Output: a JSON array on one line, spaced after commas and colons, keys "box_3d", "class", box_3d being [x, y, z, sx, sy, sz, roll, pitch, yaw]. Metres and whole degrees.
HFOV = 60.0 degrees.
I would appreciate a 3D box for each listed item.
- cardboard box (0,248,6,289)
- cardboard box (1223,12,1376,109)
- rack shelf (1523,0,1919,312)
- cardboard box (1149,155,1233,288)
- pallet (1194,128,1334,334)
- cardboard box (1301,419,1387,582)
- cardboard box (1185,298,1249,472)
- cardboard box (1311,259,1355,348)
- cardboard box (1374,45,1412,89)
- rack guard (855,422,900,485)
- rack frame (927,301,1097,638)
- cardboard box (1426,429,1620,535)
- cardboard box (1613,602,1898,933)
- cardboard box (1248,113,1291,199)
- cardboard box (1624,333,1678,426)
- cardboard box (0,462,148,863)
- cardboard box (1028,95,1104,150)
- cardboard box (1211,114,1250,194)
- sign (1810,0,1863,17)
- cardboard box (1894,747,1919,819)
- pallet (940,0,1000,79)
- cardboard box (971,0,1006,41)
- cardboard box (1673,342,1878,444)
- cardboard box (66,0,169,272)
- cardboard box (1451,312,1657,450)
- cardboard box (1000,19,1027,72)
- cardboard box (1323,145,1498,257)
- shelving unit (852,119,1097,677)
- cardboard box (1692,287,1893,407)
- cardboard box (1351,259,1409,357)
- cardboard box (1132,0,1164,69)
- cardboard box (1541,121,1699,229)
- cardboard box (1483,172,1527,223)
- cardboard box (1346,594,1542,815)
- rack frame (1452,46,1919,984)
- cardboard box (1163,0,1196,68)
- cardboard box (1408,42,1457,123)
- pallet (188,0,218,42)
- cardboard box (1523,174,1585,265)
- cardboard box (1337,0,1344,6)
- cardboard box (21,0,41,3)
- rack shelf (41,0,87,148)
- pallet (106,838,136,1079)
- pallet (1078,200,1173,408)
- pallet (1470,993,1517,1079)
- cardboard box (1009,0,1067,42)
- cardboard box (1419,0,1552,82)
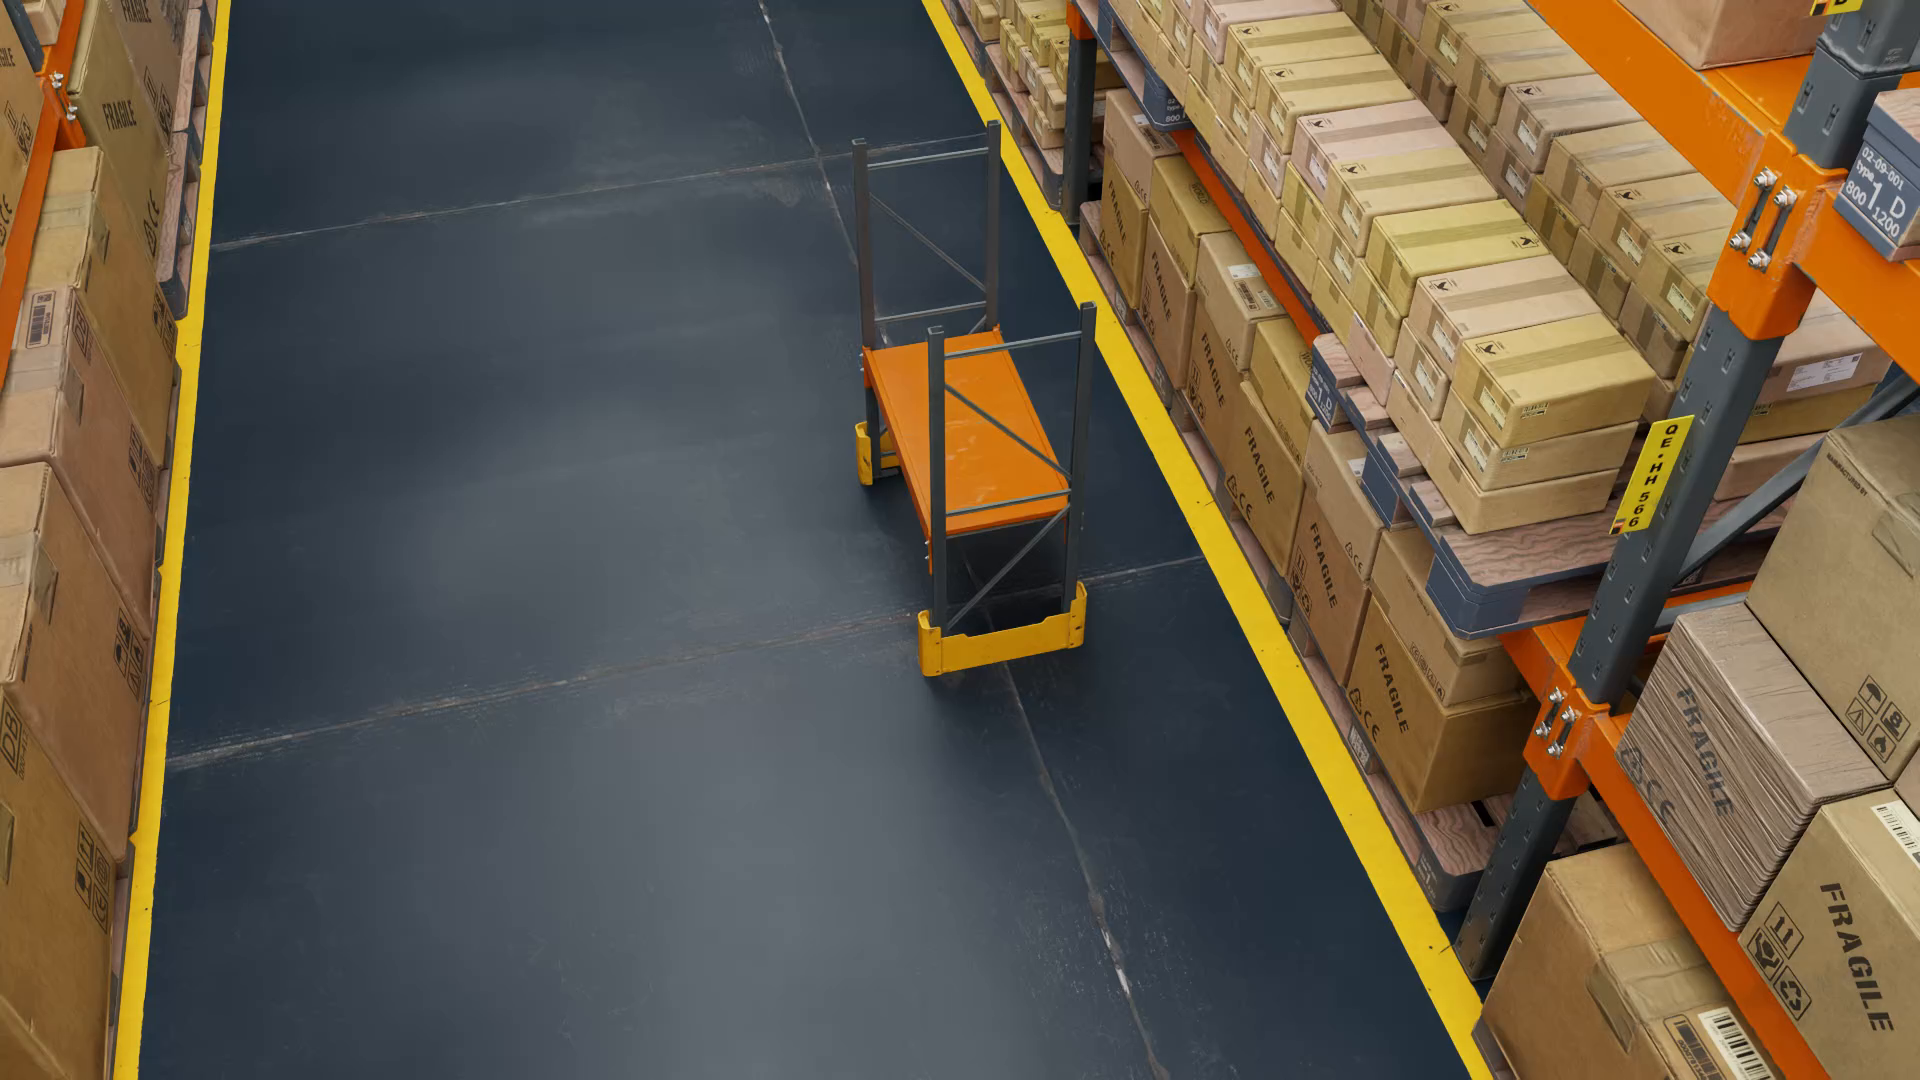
[{"box_3d": [-3.211, -0.846, 4.909, 0.500, 0.500, 0.500, -11, 47, -11], "class": "cardboard box"}, {"box_3d": [1.026, -1.457, 5.043, 0.380, 0.149, 0.250, -9, 46, -9], "class": "cardboard box"}, {"box_3d": [1.477, -2.041, 4.554, 1.077, 0.370, 4.000, -11, 47, -10], "class": "rack shelf"}, {"box_3d": [1.038, -1.233, 6.289, 0.500, 0.250, 0.500, -10, 46, -9], "class": "cardboard box"}, {"box_3d": [1.443, -1.154, 5.415, 1.003, 0.211, 1.213, -11, 47, -10], "class": "pallet"}, {"box_3d": [1.421, -0.168, 5.245, 0.500, 0.250, 0.500, -10, 46, -10], "class": "cardboard box"}, {"box_3d": [1.182, -0.613, 6.207, 0.500, 0.500, 0.500, -10, 46, -10], "class": "cardboard box"}, {"box_3d": [1.230, -0.700, 4.717, 0.380, 0.149, 0.250, -11, 47, -11], "class": "cardboard box"}, {"box_3d": [1.595, -1.546, 5.547, 0.380, 0.149, 0.250, -9, 46, -9], "class": "cardboard box"}, {"box_3d": [-0.108, -0.379, 6.446, 0.587, 0.250, 0.087, -11, 47, -10], "class": "rack guard"}, {"box_3d": [0.152, -0.115, 5.313, 0.500, 1.500, 0.032, -11, 47, -10], "class": "rack frame"}, {"box_3d": [1.418, -0.178, 4.206, 0.380, 0.149, 0.250, -10, 46, -10], "class": "cardboard box"}, {"box_3d": [1.843, 0.462, 3.627, 0.500, 0.500, 0.500, -10, 46, -10], "class": "cardboard box"}, {"box_3d": [1.090, -1.173, 4.973, 0.380, 0.149, 0.250, -10, 46, -9], "class": "cardboard box"}, {"box_3d": [2.001, -0.452, 4.475, 0.380, 0.149, 0.250, -9, 46, -8], "class": "cardboard box"}, {"box_3d": [-3.209, 0.474, 4.878, 1.225, 0.875, 0.875, -11, 47, -10], "class": "cardboard box"}, {"box_3d": [0.535, -1.981, 7.794, 0.380, 0.149, 0.250, -10, 46, -10], "class": "cardboard box"}, {"box_3d": [1.022, -1.252, 5.258, 0.380, 0.149, 0.250, -13, 47, -12], "class": "cardboard box"}, {"box_3d": [1.464, -0.995, 2.663, 0.100, 0.325, 0.005, -11, 47, -10], "class": "sign"}, {"box_3d": [2.225, 0.414, 2.974, 0.700, 0.500, 0.500, -11, 47, -11], "class": "cardboard box"}, {"box_3d": [0.443, -2.949, 8.992, 1.003, 0.211, 1.213, -11, 47, -10], "class": "pallet"}, {"box_3d": [0.270, -2.696, 8.494, 0.380, 0.149, 0.250, -11, 47, -10], "class": "cardboard box"}, {"box_3d": [2.059, -0.396, 4.211, 0.380, 0.149, 0.250, -9, 46, -9], "class": "cardboard box"}, {"box_3d": [-3.947, -1.660, 6.971, 0.875, 0.875, 0.875, -11, 47, -10], "class": "cardboard box"}, {"box_3d": [1.420, -0.384, 3.992, 0.380, 0.149, 0.250, -12, 47, -12], "class": "cardboard box"}, {"box_3d": [0.410, -2.403, 7.998, 0.380, 0.149, 0.250, -12, 47, -12], "class": "cardboard box"}, {"box_3d": [1.219, -0.922, 4.519, 0.380, 0.149, 0.250, -9, 46, -9], "class": "cardboard box"}, {"box_3d": [0.020, -0.472, 5.663, 0.587, 1.500, 1.083, -11, 47, -10], "class": "shelving unit"}, {"box_3d": [2.057, -0.487, 4.092, 0.380, 0.149, 0.250, -11, 47, -10], "class": "cardboard box"}, {"box_3d": [1.283, -0.648, 4.459, 0.380, 0.149, 0.250, -10, 46, -9], "class": "cardboard box"}, {"box_3d": [0.821, -1.790, 5.786, 0.380, 0.149, 0.250, -10, 46, -10], "class": "cardboard box"}, {"box_3d": [1.861, -1.022, 4.617, 0.380, 0.149, 0.250, -13, 47, -12], "class": "cardboard box"}, {"box_3d": [1.791, -1.008, 5.019, 0.380, 0.149, 0.250, -9, 46, -9], "class": "cardboard box"}, {"box_3d": [1.568, 0.459, 5.156, 0.500, 0.500, 0.500, -11, 47, -11], "class": "cardboard box"}, {"box_3d": [1.989, 0.138, 4.015, 1.000, 3.000, 0.127, -11, 47, -10], "class": "rack frame"}, {"box_3d": [0.894, -1.709, 5.498, 0.380, 0.149, 0.250, -9, 46, -9], "class": "cardboard box"}, {"box_3d": [1.655, -1.470, 5.264, 0.380, 0.149, 0.250, -9, 46, -9], "class": "cardboard box"}, {"box_3d": [-4.599, -3.035, 9.076, 1.003, 0.211, 1.213, -11, 47, -10], "class": "pallet"}, {"box_3d": [1.852, -0.940, 4.745, 0.380, 0.149, 0.250, -11, 47, -10], "class": "cardboard box"}, {"box_3d": [1.461, -2.007, 5.790, 0.380, 0.149, 0.250, -12, 47, -12], "class": "cardboard box"}, {"box_3d": [-3.723, -2.211, 6.213, 0.500, 0.250, 0.500, -11, 47, -11], "class": "cardboard box"}, {"box_3d": [-4.367, -2.916, 7.511, 1.077, 0.370, 4.000, -11, 47, -10], "class": "rack shelf"}, {"box_3d": [-2.960, 1.393, 4.737, 1.003, 0.211, 1.213, -11, 47, -10], "class": "pallet"}, {"box_3d": [1.166, -1.111, 7.191, 1.003, 0.211, 1.213, -11, 47, -10], "class": "pallet"}, {"box_3d": [2.118, 1.672, 4.464, 1.003, 0.211, 1.213, -11, 47, -10], "class": "pallet"}, {"box_3d": [0.448, -2.519, 7.904, 0.380, 0.149, 0.250, -11, 47, -11], "class": "cardboard box"}, {"box_3d": [1.660, -1.564, 5.148, 0.380, 0.149, 0.250, -11, 47, -11], "class": "cardboard box"}]
